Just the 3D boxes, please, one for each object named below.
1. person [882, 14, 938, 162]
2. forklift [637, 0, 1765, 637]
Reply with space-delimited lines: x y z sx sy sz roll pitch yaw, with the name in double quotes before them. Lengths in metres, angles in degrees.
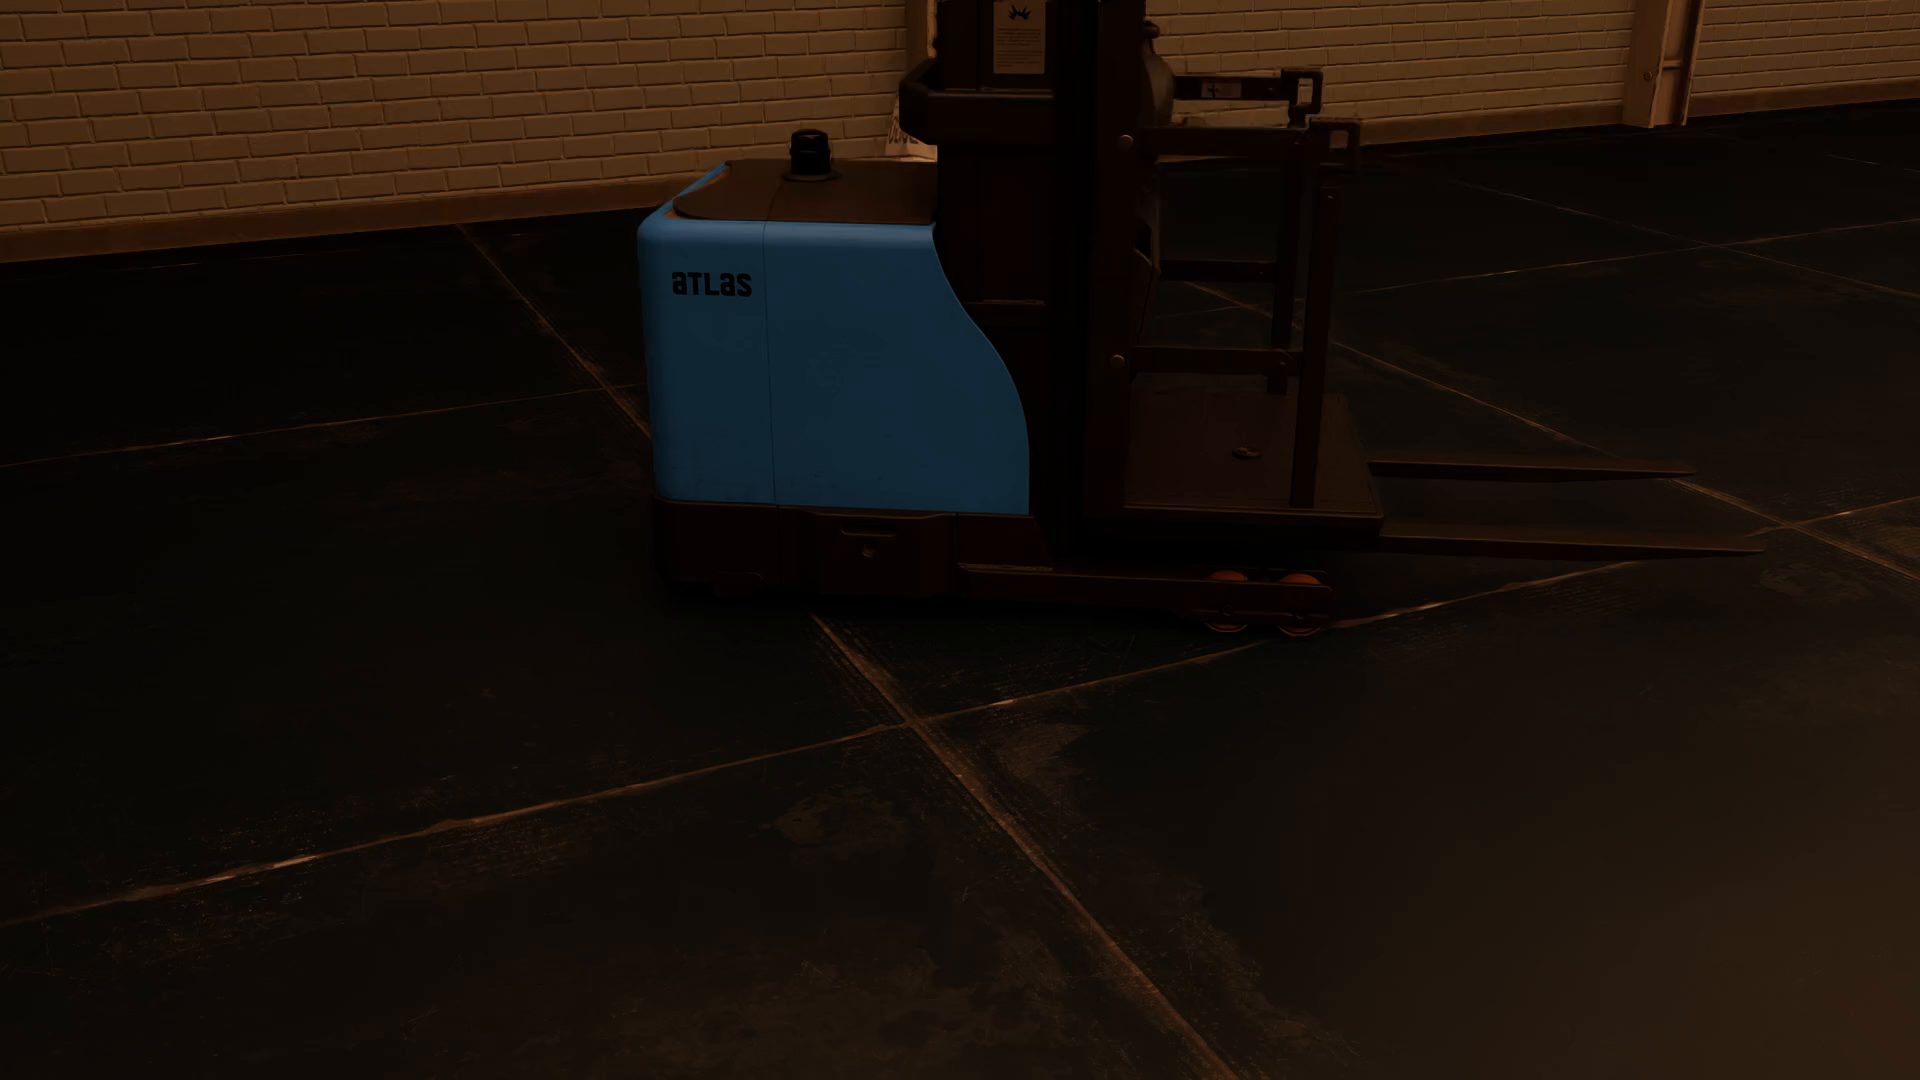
"person" 0.107 -1.425 6.738 0.690 1.396 0.972 21 30 40
"forklift" 0.691 -1.309 4.436 3.031 2.935 1.130 2 23 6
